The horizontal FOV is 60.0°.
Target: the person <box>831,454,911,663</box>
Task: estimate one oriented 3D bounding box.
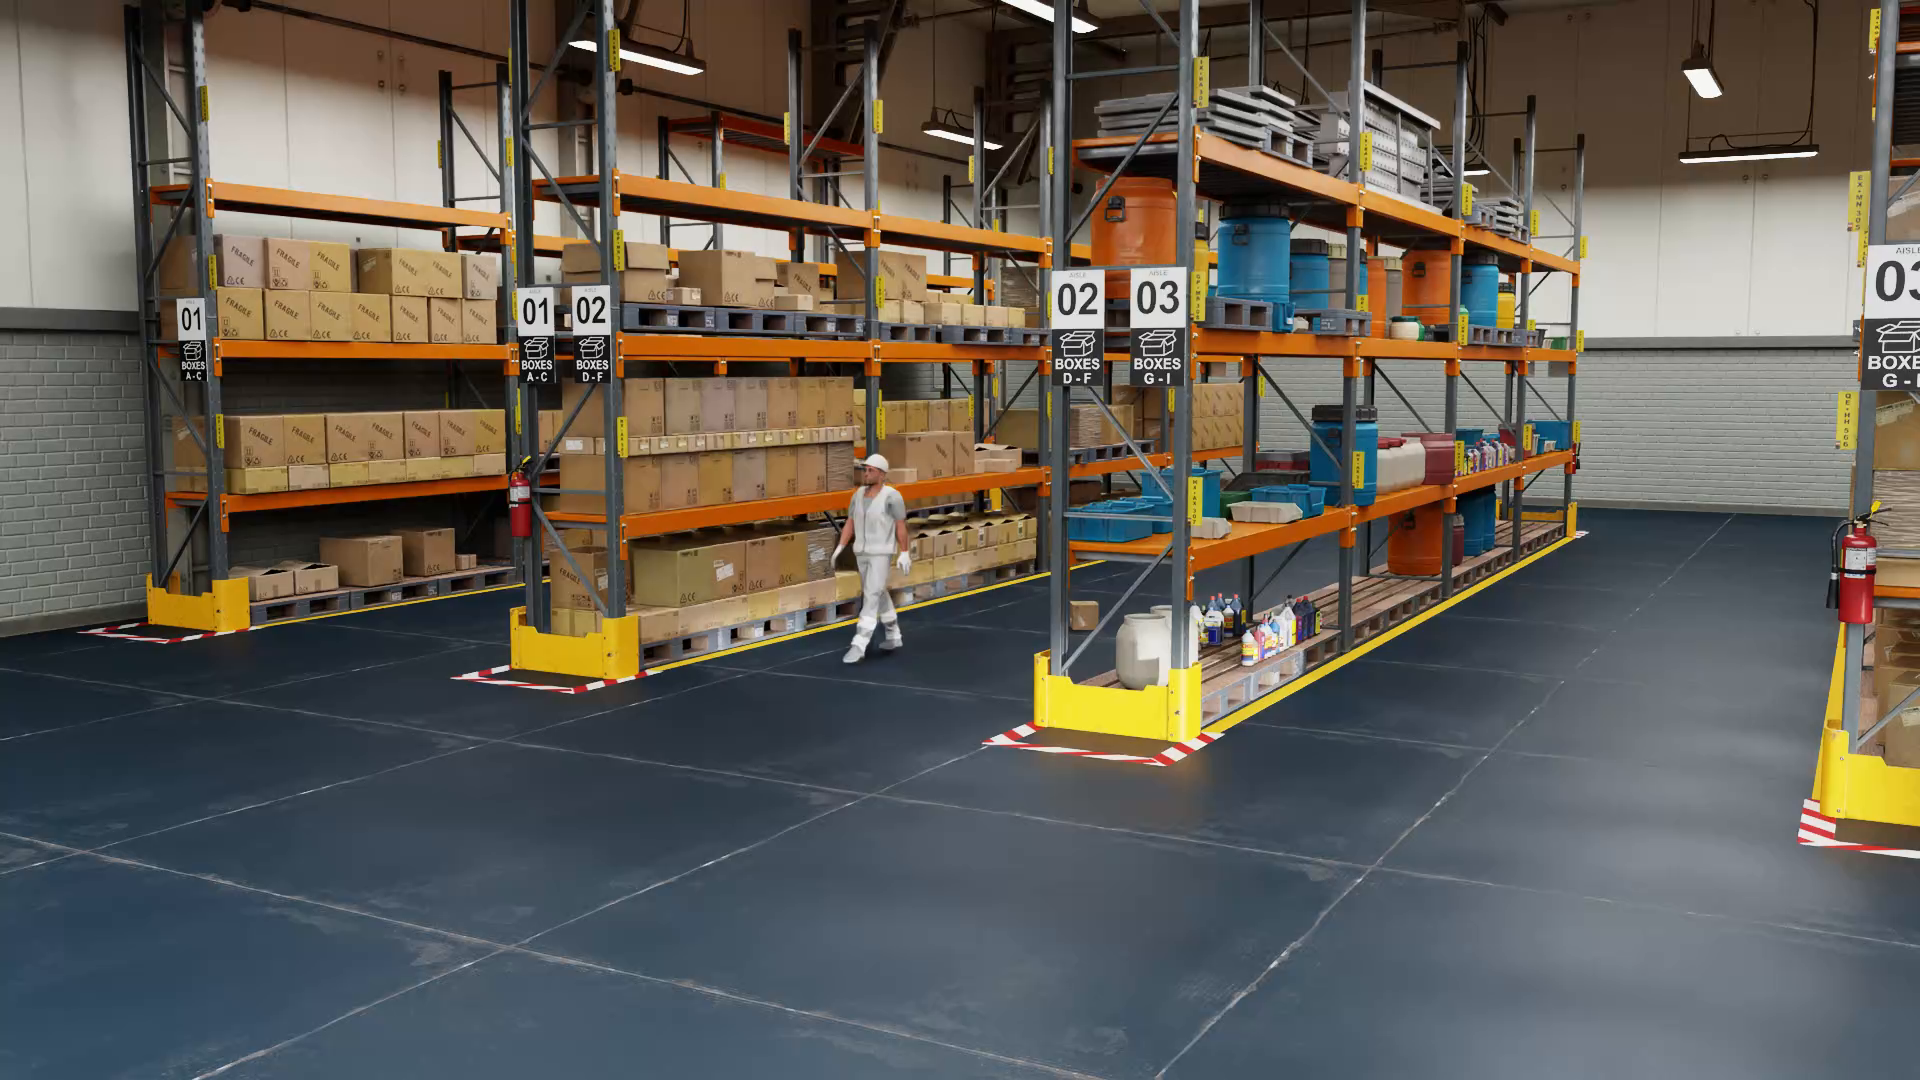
[{"bbox_3d":[-0.819,0.131,14.493,0.610,1.748,0.943,5,7,38],"label":"person"}]
